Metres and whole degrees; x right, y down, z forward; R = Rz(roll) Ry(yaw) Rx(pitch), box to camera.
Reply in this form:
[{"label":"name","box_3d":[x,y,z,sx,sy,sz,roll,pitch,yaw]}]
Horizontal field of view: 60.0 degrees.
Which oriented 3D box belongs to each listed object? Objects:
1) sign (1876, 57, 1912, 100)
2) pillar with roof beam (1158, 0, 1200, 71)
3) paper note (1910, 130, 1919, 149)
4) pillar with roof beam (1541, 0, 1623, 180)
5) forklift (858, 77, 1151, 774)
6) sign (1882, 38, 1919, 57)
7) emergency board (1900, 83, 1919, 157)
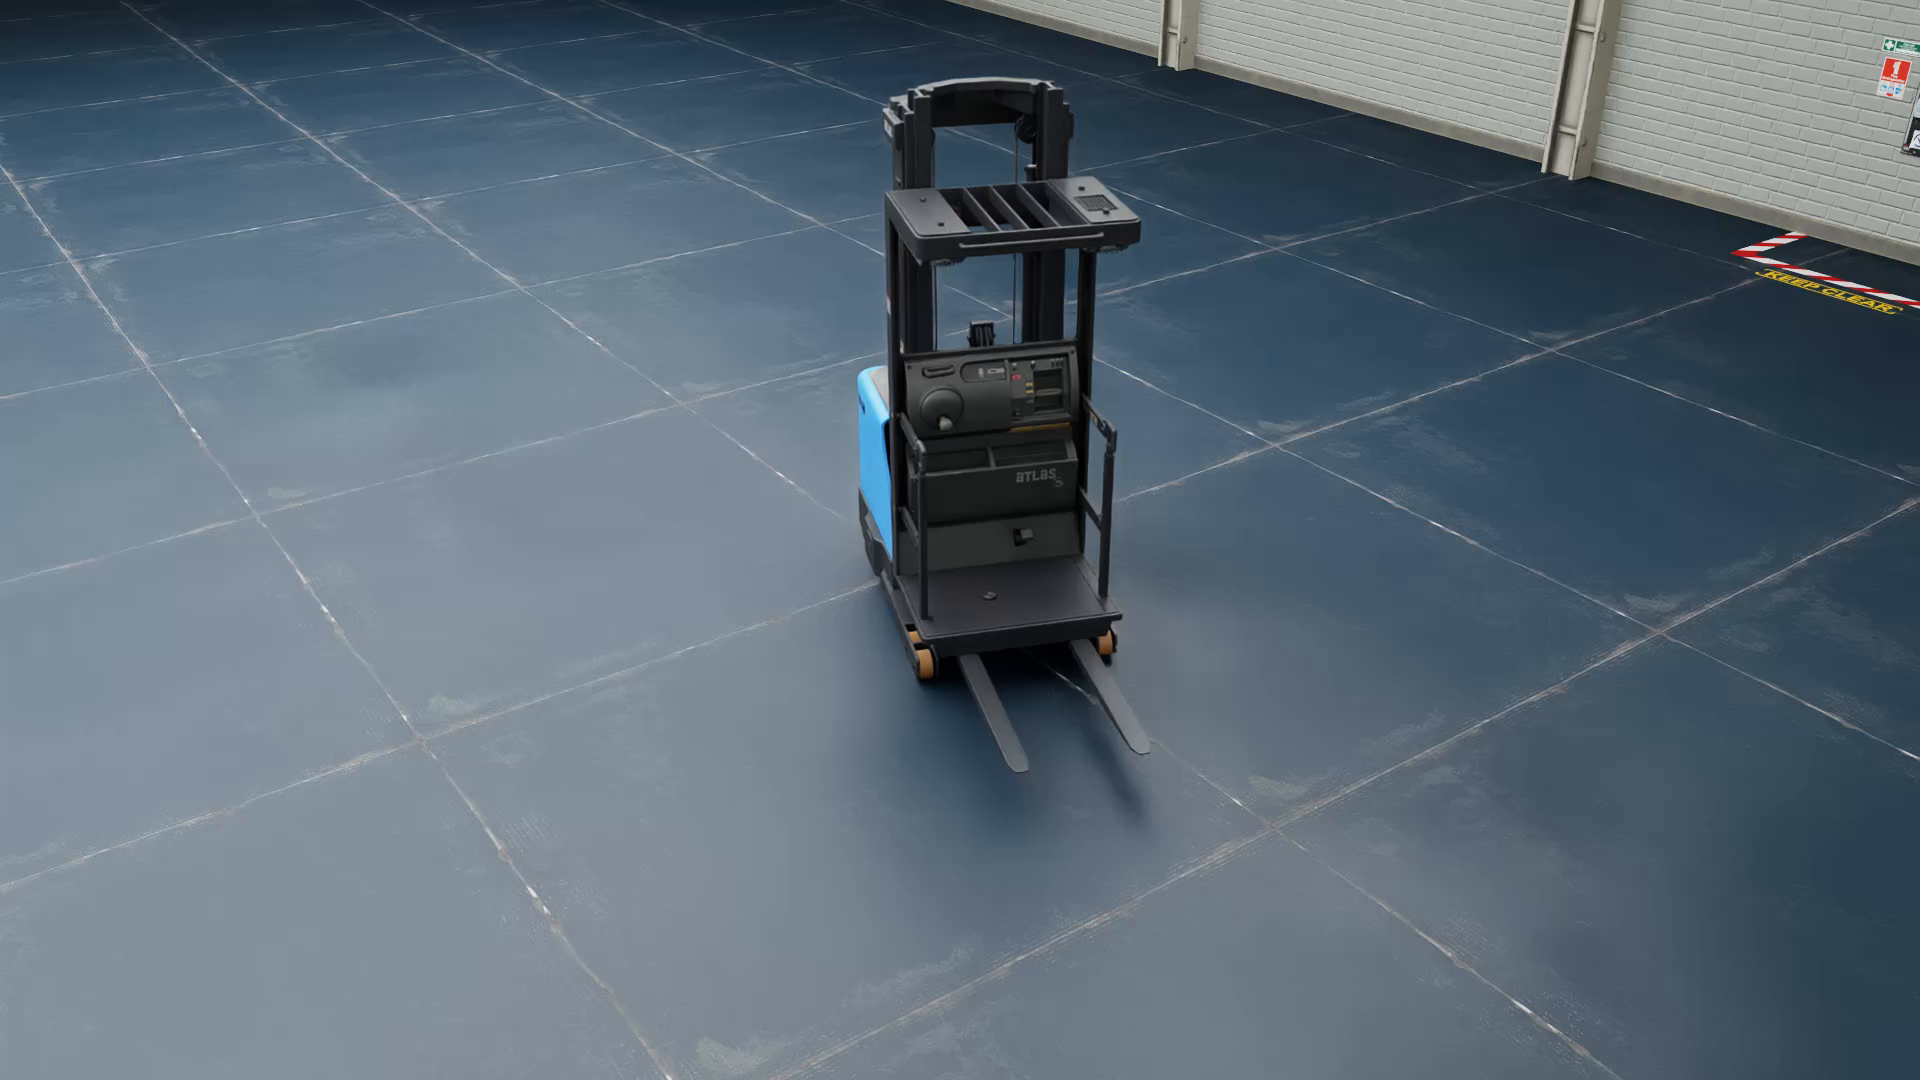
[{"label":"sign","box_3d":[8.127,-4.019,14.471,0.001,0.329,0.234,-19,34,-31]},{"label":"pillar with roof beam","box_3d":[-0.701,-8.899,17.206,9.100,9.000,0.400,-19,34,-31]},{"label":"paper note","box_3d":[8.318,-3.461,14.403,0.016,0.148,0.142,-19,34,-31]},{"label":"pillar with roof beam","box_3d":[2.779,-6.566,12.911,9.100,9.000,0.400,-19,34,-31]},{"label":"forklift","box_3d":[0.224,-0.743,8.546,1.130,2.935,3.031,-7,29,-12]},{"label":"sign","box_3d":[8.123,-4.248,14.336,0.001,0.109,0.331,-19,34,-31]},{"label":"emergency board","box_3d":[8.374,-3.769,14.046,0.157,1.169,0.626,-19,34,-31]}]
